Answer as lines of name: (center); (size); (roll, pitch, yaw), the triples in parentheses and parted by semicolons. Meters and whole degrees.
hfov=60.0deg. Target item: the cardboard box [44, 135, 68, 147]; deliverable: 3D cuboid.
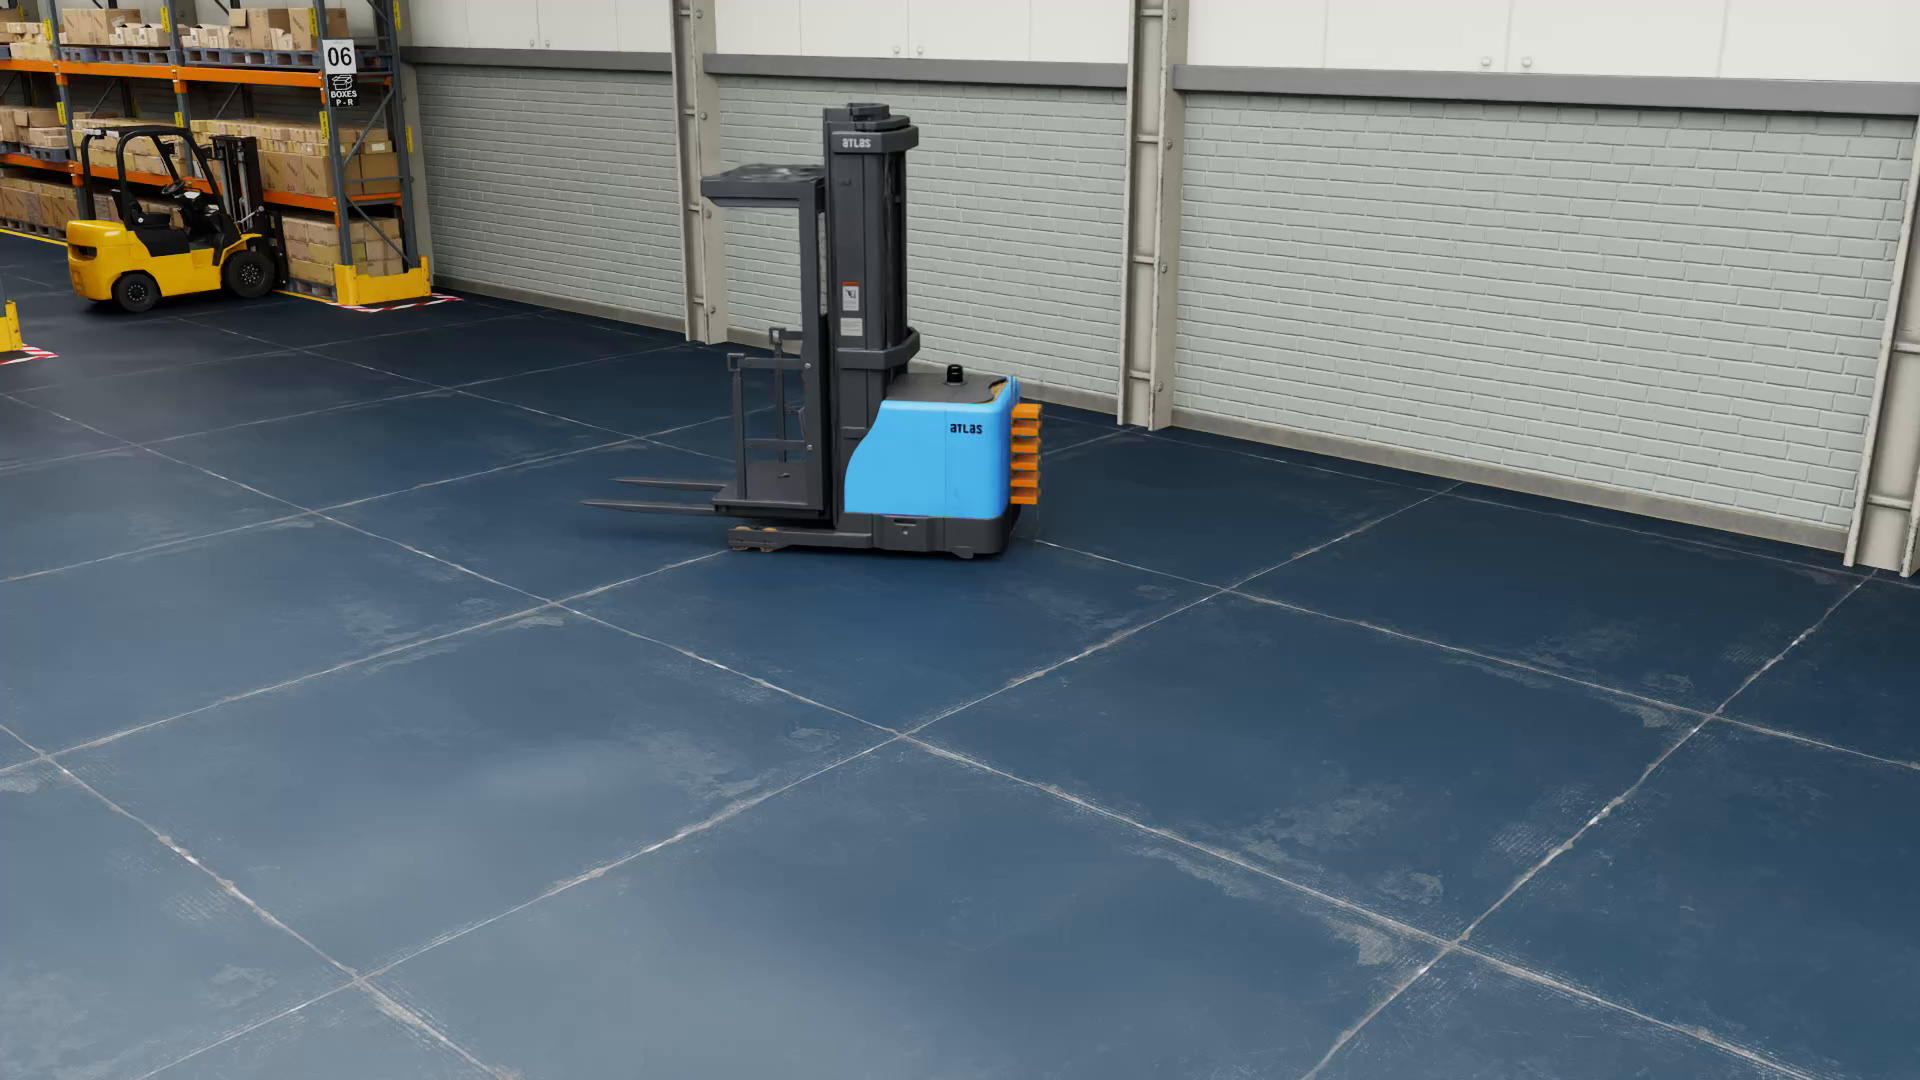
cardboard box: (-14.129, -6.262, 26.106); (0.250, 0.149, 0.380); (16, 23, 40)

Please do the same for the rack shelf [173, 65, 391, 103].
rack shelf: (-8.895, -6.019, 21.849); (4.000, 0.370, 1.077); (15, 23, 39)

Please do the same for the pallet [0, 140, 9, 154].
pallet: (-15.850, -6.663, 27.966); (1.213, 0.211, 1.003); (15, 23, 39)

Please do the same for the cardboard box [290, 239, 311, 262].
cardboard box: (-8.339, -3.789, 21.615); (0.500, 0.250, 0.500); (15, 23, 39)

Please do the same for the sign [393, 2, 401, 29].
sign: (-7.027, -6.539, 20.722); (0.005, 0.325, 0.100); (15, 23, 39)

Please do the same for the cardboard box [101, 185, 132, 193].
cardboard box: (-13.566, -5.630, 26.759); (0.250, 0.149, 0.380); (17, 24, 42)

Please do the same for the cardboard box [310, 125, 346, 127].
cardboard box: (-8.278, -5.355, 21.798); (0.250, 0.149, 0.380); (16, 24, 41)

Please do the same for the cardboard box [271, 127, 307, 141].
cardboard box: (-8.631, -5.236, 21.423); (0.250, 0.149, 0.380); (16, 23, 41)

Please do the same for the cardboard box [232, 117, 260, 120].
cardboard box: (-9.952, -5.837, 23.314); (0.250, 0.149, 0.380); (15, 23, 39)

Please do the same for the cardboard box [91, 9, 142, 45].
cardboard box: (-12.242, -7.457, 24.166); (0.500, 0.500, 0.500); (16, 23, 41)

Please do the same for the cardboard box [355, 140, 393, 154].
cardboard box: (-7.481, -5.014, 21.215); (0.250, 0.149, 0.380); (14, 23, 38)

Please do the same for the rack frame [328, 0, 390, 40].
rack frame: (-7.402, -7.389, 20.019); (0.053, 2.616, 0.949); (15, 23, 39)

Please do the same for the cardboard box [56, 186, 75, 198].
cardboard box: (-14.145, -5.544, 26.489); (0.250, 0.149, 0.380); (14, 22, 36)

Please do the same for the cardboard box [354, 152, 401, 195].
cardboard box: (-7.586, -4.741, 21.425); (0.500, 0.500, 0.500); (16, 24, 41)

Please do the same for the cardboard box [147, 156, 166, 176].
cardboard box: (-11.322, -5.404, 23.928); (0.500, 0.250, 0.500); (15, 23, 39)

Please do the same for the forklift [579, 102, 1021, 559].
forklift: (-1.133, -1.467, 11.388); (3.031, 2.935, 1.130); (3, 18, 9)

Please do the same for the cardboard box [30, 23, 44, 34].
cardboard box: (-14.196, -7.948, 25.834); (0.250, 0.149, 0.380); (14, 22, 37)

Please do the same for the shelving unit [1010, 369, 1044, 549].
shelving unit: (0.455, -0.553, 11.370); (0.189, 1.200, 0.258); (3, 18, 9)

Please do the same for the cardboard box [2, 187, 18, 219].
cardboard box: (-15.758, -5.696, 28.039); (0.500, 0.500, 0.500); (15, 23, 39)

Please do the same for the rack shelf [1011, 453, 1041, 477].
rack shelf: (0.455, -0.510, 11.383); (0.180, 0.103, 0.258); (3, 18, 9)

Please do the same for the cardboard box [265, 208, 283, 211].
cardboard box: (-9.482, -4.329, 22.493); (0.500, 0.250, 0.500); (16, 24, 41)

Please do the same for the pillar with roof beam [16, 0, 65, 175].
pillar with roof beam: (-19.155, -9.169, 25.627); (0.400, 9.000, 9.100); (15, 23, 39)

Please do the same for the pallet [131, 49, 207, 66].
pallet: (-11.060, -6.846, 23.583); (1.217, 0.209, 0.805); (14, 22, 37)

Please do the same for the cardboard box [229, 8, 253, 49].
cardboard box: (-9.004, -6.645, 21.604); (0.637, 0.503, 0.797); (16, 24, 41)

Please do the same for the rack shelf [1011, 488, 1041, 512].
rack shelf: (0.455, -0.282, 11.456); (0.180, 0.103, 0.258); (3, 18, 9)

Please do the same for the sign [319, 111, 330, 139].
sign: (-7.770, -5.075, 20.340); (0.005, 0.325, 0.100); (15, 23, 39)

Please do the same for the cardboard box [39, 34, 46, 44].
cardboard box: (-13.989, -7.758, 25.729); (0.250, 0.149, 0.380); (14, 23, 38)

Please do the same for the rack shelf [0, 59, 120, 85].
rack shelf: (-14.879, -7.625, 26.910); (4.000, 0.370, 1.077); (15, 23, 39)

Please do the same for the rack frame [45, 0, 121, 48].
rack frame: (-13.383, -8.996, 25.082); (0.127, 3.000, 1.000); (15, 23, 39)

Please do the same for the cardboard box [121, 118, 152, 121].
cardboard box: (-12.736, -6.447, 25.729); (0.250, 0.149, 0.380); (16, 23, 41)

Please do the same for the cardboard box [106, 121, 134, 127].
cardboard box: (-12.519, -6.171, 24.859); (0.250, 0.149, 0.380); (15, 23, 40)

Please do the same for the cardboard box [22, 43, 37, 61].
cardboard box: (-14.305, -7.644, 26.028); (0.500, 0.250, 0.500); (15, 23, 39)

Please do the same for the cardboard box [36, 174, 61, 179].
cardboard box: (-15.520, -6.151, 28.399); (0.250, 0.149, 0.380); (15, 23, 40)

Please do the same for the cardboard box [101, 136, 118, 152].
cardboard box: (-12.460, -5.949, 24.820); (0.500, 0.250, 0.500); (14, 23, 38)

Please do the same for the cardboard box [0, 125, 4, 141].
cardboard box: (-15.590, -6.710, 27.325); (0.258, 0.266, 0.396); (17, 24, 42)

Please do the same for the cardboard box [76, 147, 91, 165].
cardboard box: (-13.213, -5.921, 25.558); (0.500, 0.250, 0.500); (15, 23, 39)

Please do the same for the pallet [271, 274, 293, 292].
pallet: (-8.908, -3.591, 22.576); (1.213, 0.211, 1.003); (15, 23, 39)

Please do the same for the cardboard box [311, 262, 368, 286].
cardboard box: (-7.961, -3.443, 21.353); (0.500, 0.250, 0.500); (15, 23, 40)

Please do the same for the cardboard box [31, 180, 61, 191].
cardboard box: (-15.044, -5.830, 27.389); (0.250, 0.149, 0.380); (15, 23, 39)

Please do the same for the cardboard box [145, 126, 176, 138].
cardboard box: (-11.432, -5.840, 23.818); (0.250, 0.149, 0.380); (14, 22, 38)

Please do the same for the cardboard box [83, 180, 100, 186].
cardboard box: (-14.356, -5.838, 27.415); (0.250, 0.149, 0.380); (14, 23, 38)

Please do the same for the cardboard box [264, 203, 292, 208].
cardboard box: (-9.506, -4.546, 23.177); (0.500, 0.250, 0.500); (15, 23, 38)

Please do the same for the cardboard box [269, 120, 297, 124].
cardboard box: (-9.176, -5.634, 22.676); (0.250, 0.149, 0.380); (15, 23, 38)

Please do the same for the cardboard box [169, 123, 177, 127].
cardboard box: (-11.430, -6.078, 24.566); (0.250, 0.149, 0.380); (15, 23, 39)

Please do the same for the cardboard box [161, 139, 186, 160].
cardboard box: (-10.928, -5.541, 23.535); (0.500, 0.250, 0.500); (14, 23, 38)

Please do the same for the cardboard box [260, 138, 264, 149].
cardboard box: (-8.947, -5.216, 21.851); (0.250, 0.149, 0.380); (15, 23, 39)

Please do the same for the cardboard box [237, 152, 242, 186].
cardboard box: (-9.453, -5.031, 22.340); (0.500, 0.500, 0.500); (15, 23, 39)

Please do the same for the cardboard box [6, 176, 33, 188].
cardboard box: (-15.825, -6.039, 28.046); (0.250, 0.149, 0.380); (14, 22, 36)

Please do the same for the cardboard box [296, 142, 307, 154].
cardboard box: (-8.209, -5.004, 21.183); (0.250, 0.149, 0.380); (16, 23, 40)

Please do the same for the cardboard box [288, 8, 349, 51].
cardboard box: (-7.892, -6.289, 20.487); (0.500, 0.500, 0.500); (16, 24, 41)

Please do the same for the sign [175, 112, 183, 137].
sign: (-10.744, -5.723, 22.903); (0.005, 0.325, 0.100); (15, 23, 39)

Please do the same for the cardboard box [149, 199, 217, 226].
cardboard box: (-11.364, -4.662, 24.573); (0.625, 0.625, 0.875); (15, 23, 39)

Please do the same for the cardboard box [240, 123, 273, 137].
cardboard box: (-9.334, -5.460, 22.129); (0.250, 0.149, 0.380); (15, 23, 39)

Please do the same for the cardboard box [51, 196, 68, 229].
cardboard box: (-14.209, -5.285, 26.743); (0.500, 0.500, 0.500); (15, 23, 38)

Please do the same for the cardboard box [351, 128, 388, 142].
cardboard box: (-7.509, -5.145, 21.135); (0.250, 0.149, 0.380); (14, 23, 38)
